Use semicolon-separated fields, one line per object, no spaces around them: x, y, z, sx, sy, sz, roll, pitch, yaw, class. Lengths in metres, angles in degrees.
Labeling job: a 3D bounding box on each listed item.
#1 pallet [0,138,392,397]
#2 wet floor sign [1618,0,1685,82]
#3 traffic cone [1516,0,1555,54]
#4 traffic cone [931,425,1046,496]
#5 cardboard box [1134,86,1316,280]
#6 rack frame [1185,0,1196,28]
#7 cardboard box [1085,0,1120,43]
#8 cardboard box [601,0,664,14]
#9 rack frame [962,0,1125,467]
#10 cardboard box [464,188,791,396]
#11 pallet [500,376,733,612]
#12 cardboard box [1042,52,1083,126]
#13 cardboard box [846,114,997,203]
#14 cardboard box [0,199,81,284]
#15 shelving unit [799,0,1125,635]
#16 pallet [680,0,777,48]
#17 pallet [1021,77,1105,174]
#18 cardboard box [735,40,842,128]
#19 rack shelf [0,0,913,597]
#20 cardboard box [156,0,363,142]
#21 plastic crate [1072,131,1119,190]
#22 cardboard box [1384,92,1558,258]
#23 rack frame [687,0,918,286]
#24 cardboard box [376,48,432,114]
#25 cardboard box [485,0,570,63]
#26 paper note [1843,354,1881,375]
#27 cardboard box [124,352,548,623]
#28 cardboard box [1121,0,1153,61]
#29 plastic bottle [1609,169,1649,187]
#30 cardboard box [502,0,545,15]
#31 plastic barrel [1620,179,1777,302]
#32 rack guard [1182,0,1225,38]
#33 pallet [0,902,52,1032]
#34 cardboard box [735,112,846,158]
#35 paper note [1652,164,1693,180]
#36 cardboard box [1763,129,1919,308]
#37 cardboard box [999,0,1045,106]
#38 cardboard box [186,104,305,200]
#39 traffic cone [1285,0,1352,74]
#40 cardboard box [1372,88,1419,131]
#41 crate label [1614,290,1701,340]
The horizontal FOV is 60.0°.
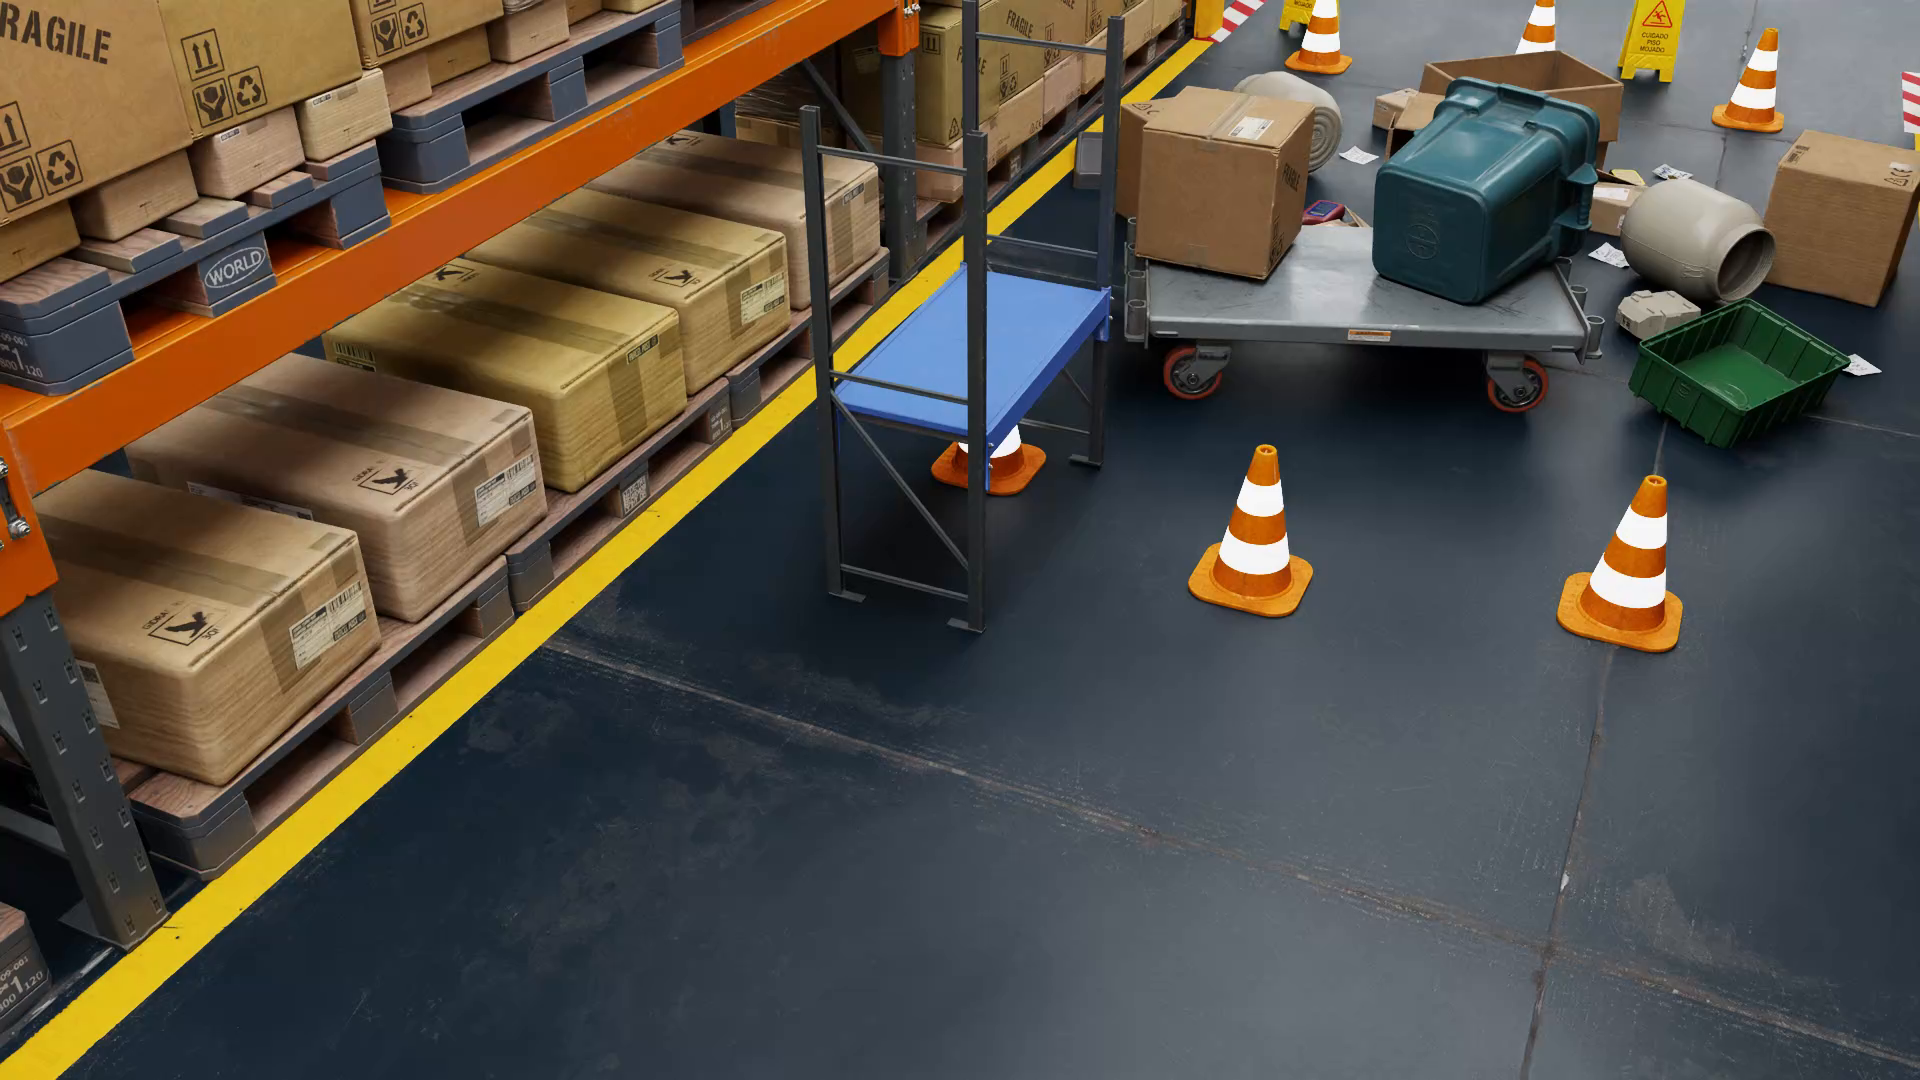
-2.127;-0.752;3.836;1.213;0.211;1.003;14;36;20;pallet
3.771;-2.836;8.986;0.267;0.644;0.232;8;34;12;wet floor sign
3.161;-2.781;9.069;0.336;0.463;0.334;14;36;20;traffic cone
0.098;-0.445;5.507;0.336;0.463;0.334;14;36;20;traffic cone
0.974;-1.323;6.121;0.500;0.500;0.500;14;36;20;cardboard box
1.019;-4.437;9.281;1.000;3.000;0.127;14;36;20;rack frame
0.488;-2.807;8.236;0.500;0.500;0.500;13;36;19;cardboard box
-1.059;-1.691;4.939;0.380;0.149;0.250;14;36;20;cardboard box
0.245;-0.932;5.277;0.500;1.500;0.032;14;36;20;rack frame
-1.170;-0.901;5.902;0.950;0.372;0.625;16;37;23;cardboard box
-1.488;-0.281;5.486;1.003;0.211;1.213;14;36;20;pallet
0.270;-2.236;8.049;0.500;0.250;0.500;14;36;20;cardboard box
-0.163;-1.702;7.235;0.500;0.250;0.500;13;35;18;cardboard box
-2.023;-0.642;3.340;0.380;0.149;0.250;12;35;18;cardboard box
0.041;-0.671;4.892;0.538;1.500;1.048;14;36;20;shelving unit
-1.107;-2.017;5.766;1.003;0.211;1.213;14;36;20;pallet
0.103;-2.231;8.460;1.003;0.211;1.213;14;36;20;pallet
-0.651;-2.140;7.219;0.500;0.500;0.500;14;36;20;cardboard box
-1.492;-1.148;4.921;1.077;0.370;4.000;14;36;20;rack shelf
-1.718;-1.227;3.640;0.500;0.500;0.500;16;37;23;cardboard box
0.747;-1.818;7.949;0.402;0.080;0.583;3;33;4;plastic crate
2.200;-1.526;6.995;0.797;0.637;0.503;14;36;20;cardboard box
-0.655;-2.445;6.243;1.000;3.000;0.127;14;36;20;rack frame
-1.554;-1.171;4.147;0.380;0.149;0.250;16;37;23;cardboard box
-1.303;-1.436;4.551;0.380;0.149;0.250;15;36;22;cardboard box
3.342;-0.661;6.229;0.147;0.020;0.142;-9;34;-13;paper note
-1.781;-0.178;4.799;0.950;0.372;0.625;13;36;20;cardboard box
0.701;-2.742;8.821;0.500;0.250;0.500;14;36;21;cardboard box
3.099;-1.636;7.690;0.133;0.061;0.283;3;33;4;plastic bottle
-1.286;-1.740;4.422;0.500;0.500;0.500;13;35;19;cardboard box
2.965;-1.199;6.692;0.421;0.421;0.512;-15;36;-21;plastic barrel
0.987;-3.354;9.909;1.175;0.500;0.348;14;36;20;rack guard
-2.727;1.089;3.397;1.003;0.211;1.213;14;36;20;pallet
-0.652;-1.827;7.425;0.500;0.250;0.500;16;36;23;cardboard box
3.376;-1.739;7.875;0.144;0.017;0.142;29;43;36;paper note
3.601;-1.324;6.811;0.500;0.500;0.500;21;39;28;cardboard box
0.051;-2.285;7.440;0.500;0.500;0.500;16;36;22;cardboard box
-1.718;-0.901;3.735;0.380;0.149;0.250;12;35;17;cardboard box
2.010;-2.866;9.199;0.336;0.463;0.334;14;36;20;traffic cone
2.305;-2.129;8.361;0.250;0.149;0.380;-21;39;-29;cardboard box
2.708;-0.863;6.441;0.298;0.136;0.250;-9;34;-13;crate label
